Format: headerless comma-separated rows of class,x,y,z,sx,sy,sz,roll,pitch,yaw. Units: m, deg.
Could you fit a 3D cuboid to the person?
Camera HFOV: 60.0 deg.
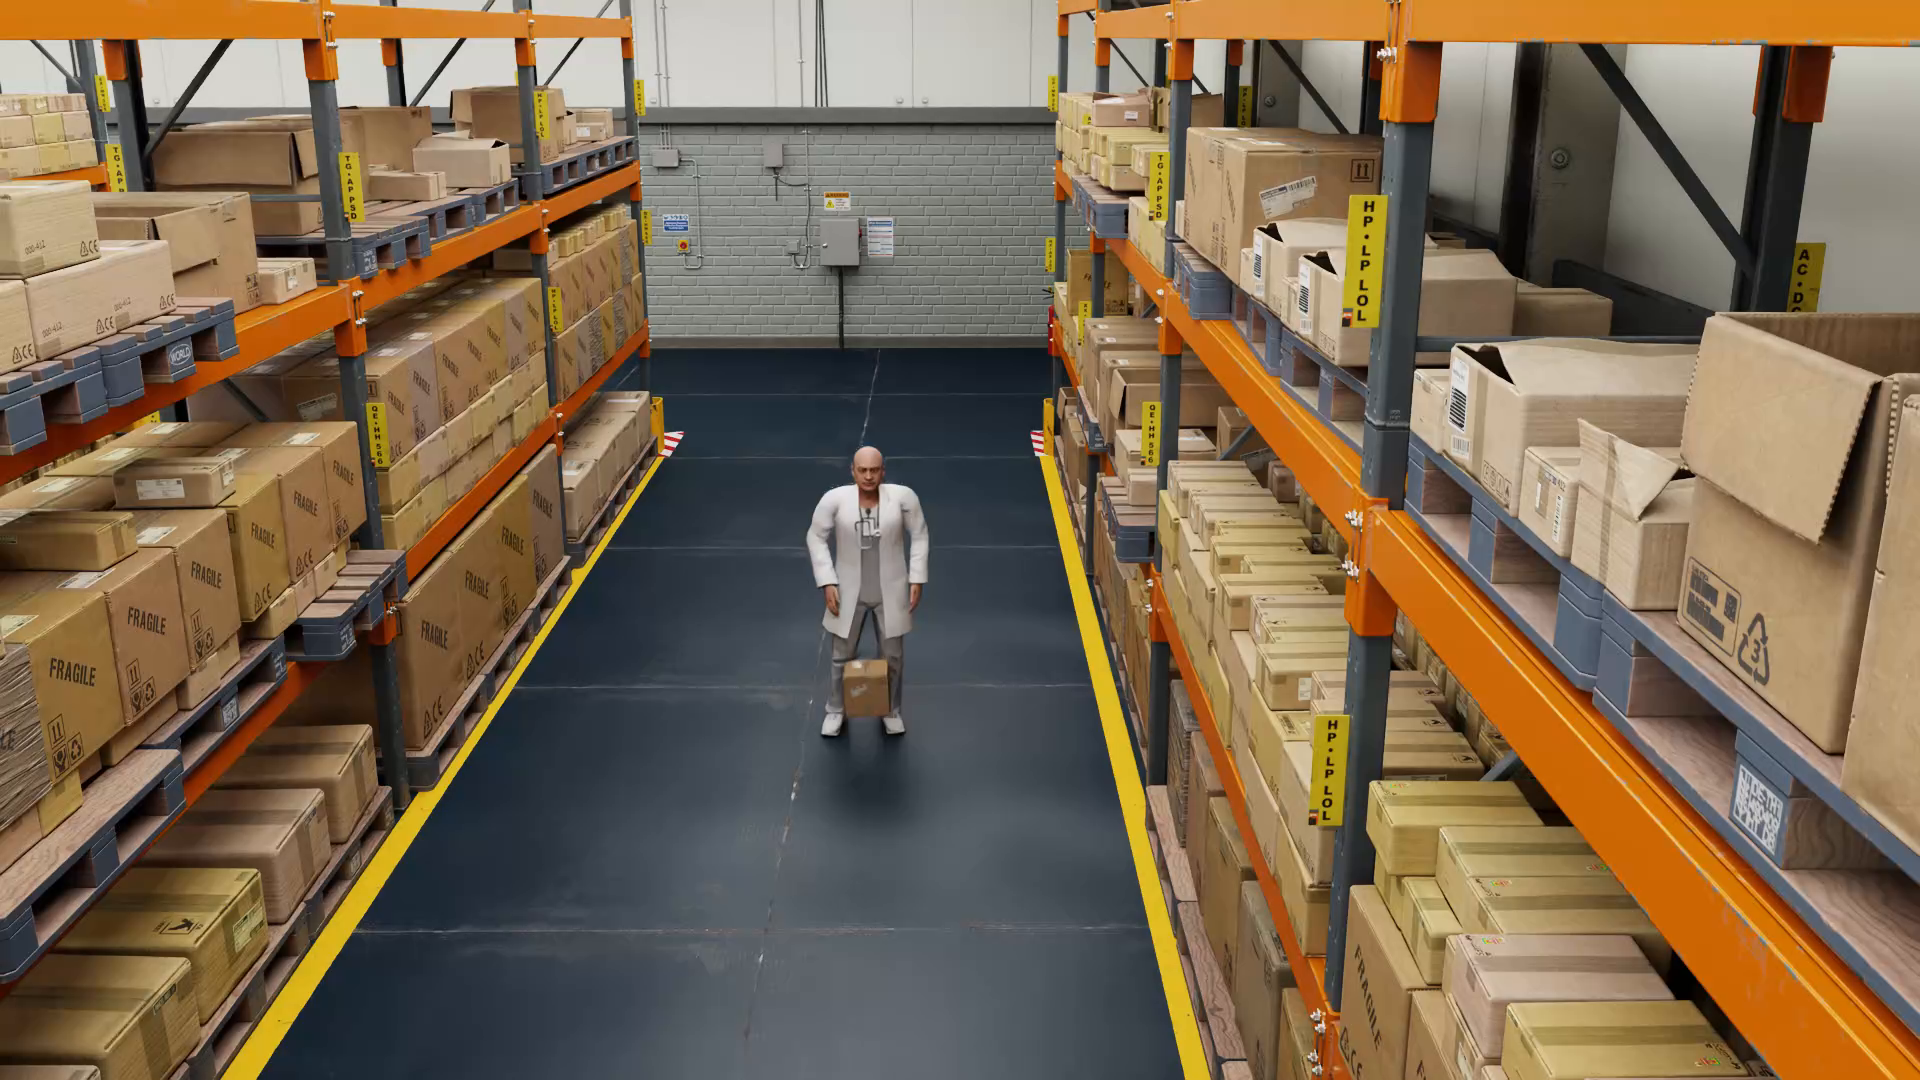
person,-0.529,0.291,9.627,0.709,1.755,0.484,0,17,-2
